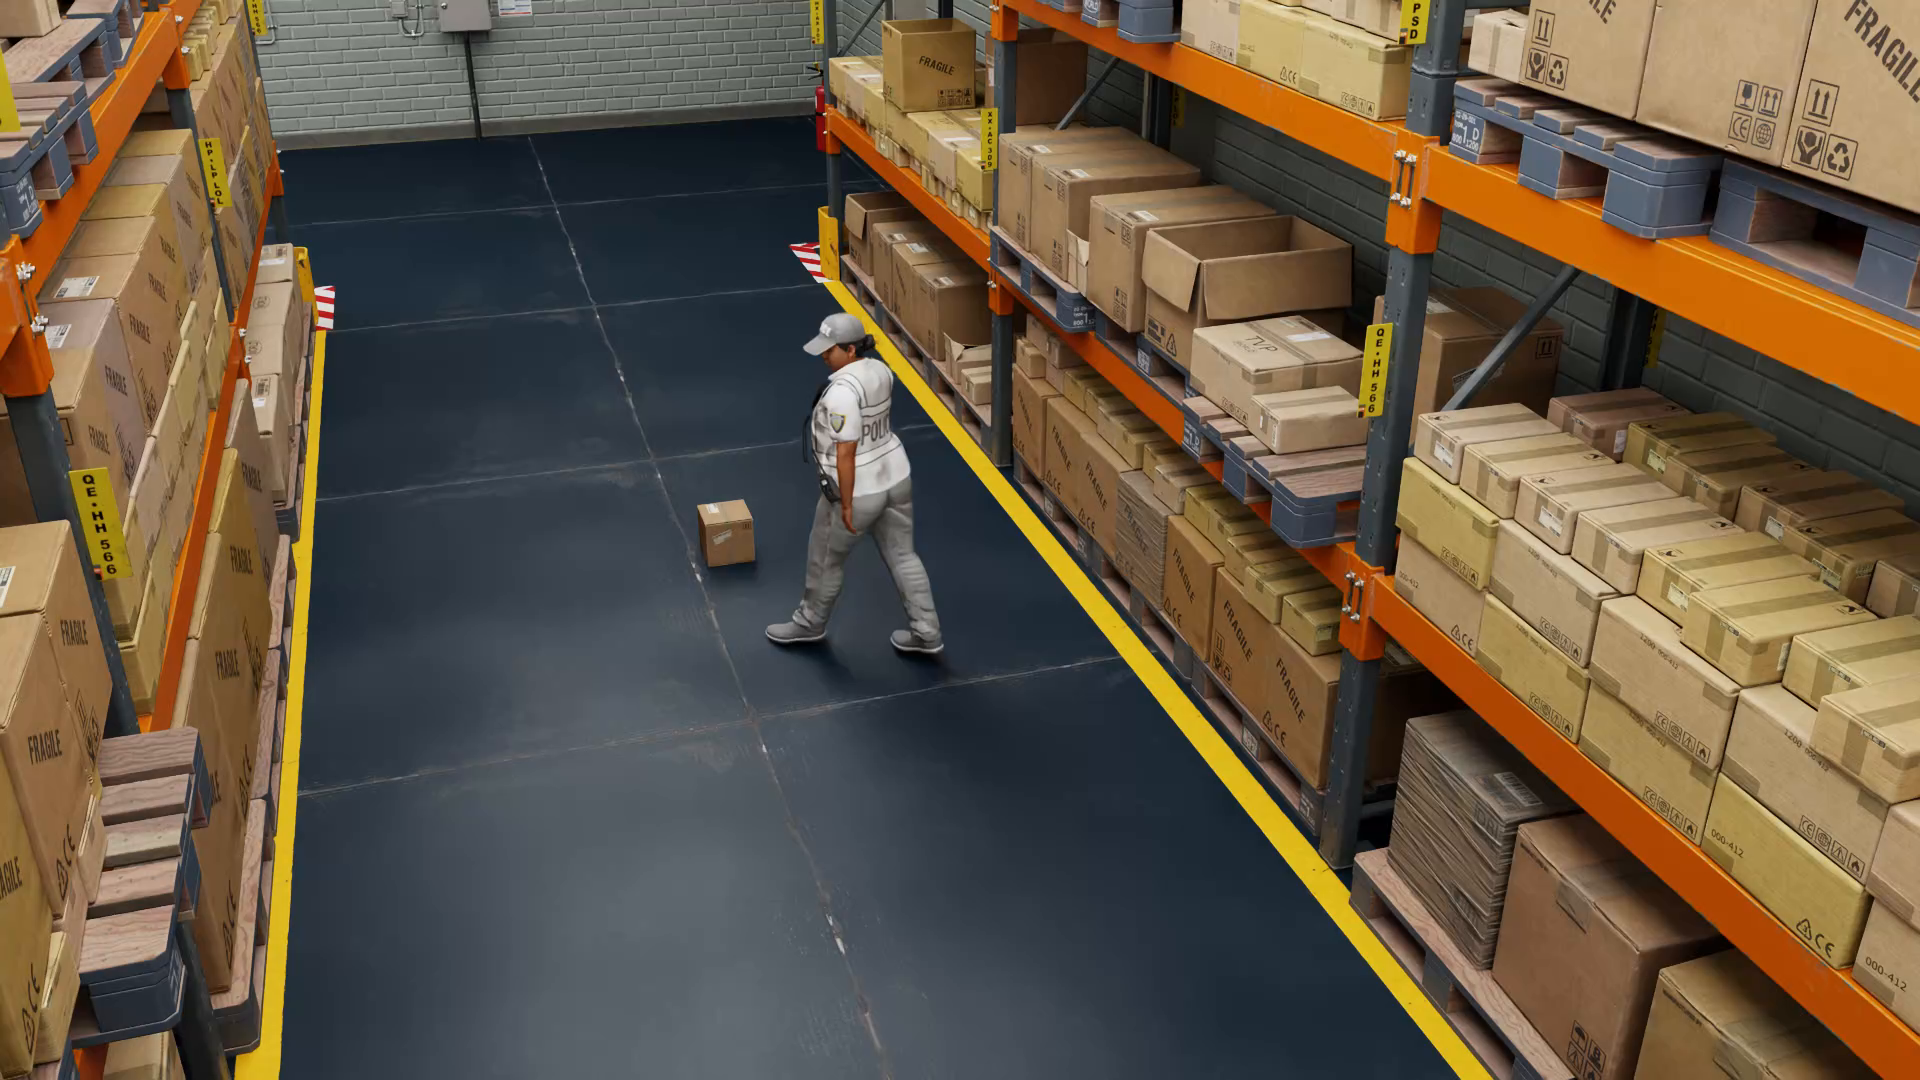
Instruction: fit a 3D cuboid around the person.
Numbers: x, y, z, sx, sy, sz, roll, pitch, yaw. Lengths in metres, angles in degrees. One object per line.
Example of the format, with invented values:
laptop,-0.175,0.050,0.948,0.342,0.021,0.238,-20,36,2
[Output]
person,-0.467,-0.247,7.591,0.854,1.629,0.490,16,31,29
